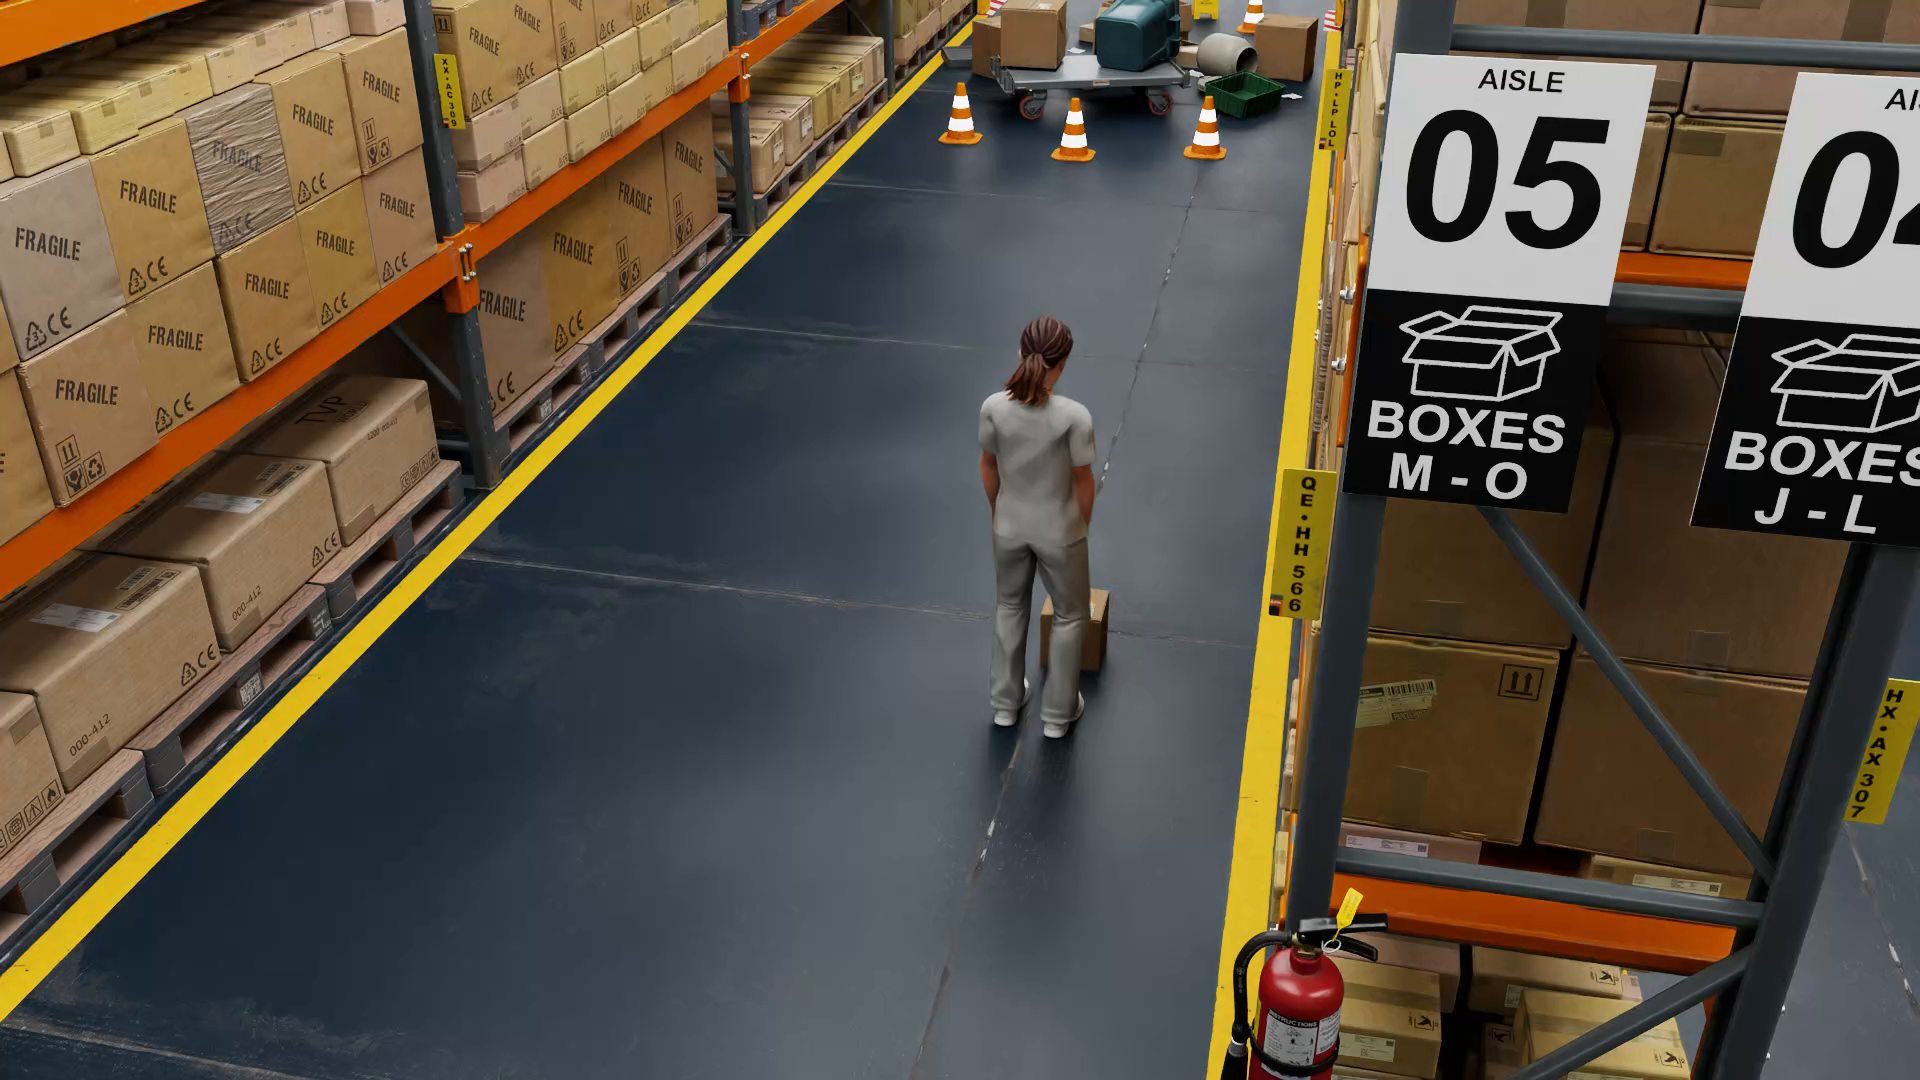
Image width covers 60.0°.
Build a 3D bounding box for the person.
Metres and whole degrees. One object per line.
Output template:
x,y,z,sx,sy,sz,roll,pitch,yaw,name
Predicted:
0.282,-0.030,6.209,0.451,1.657,0.344,11,31,20,person
